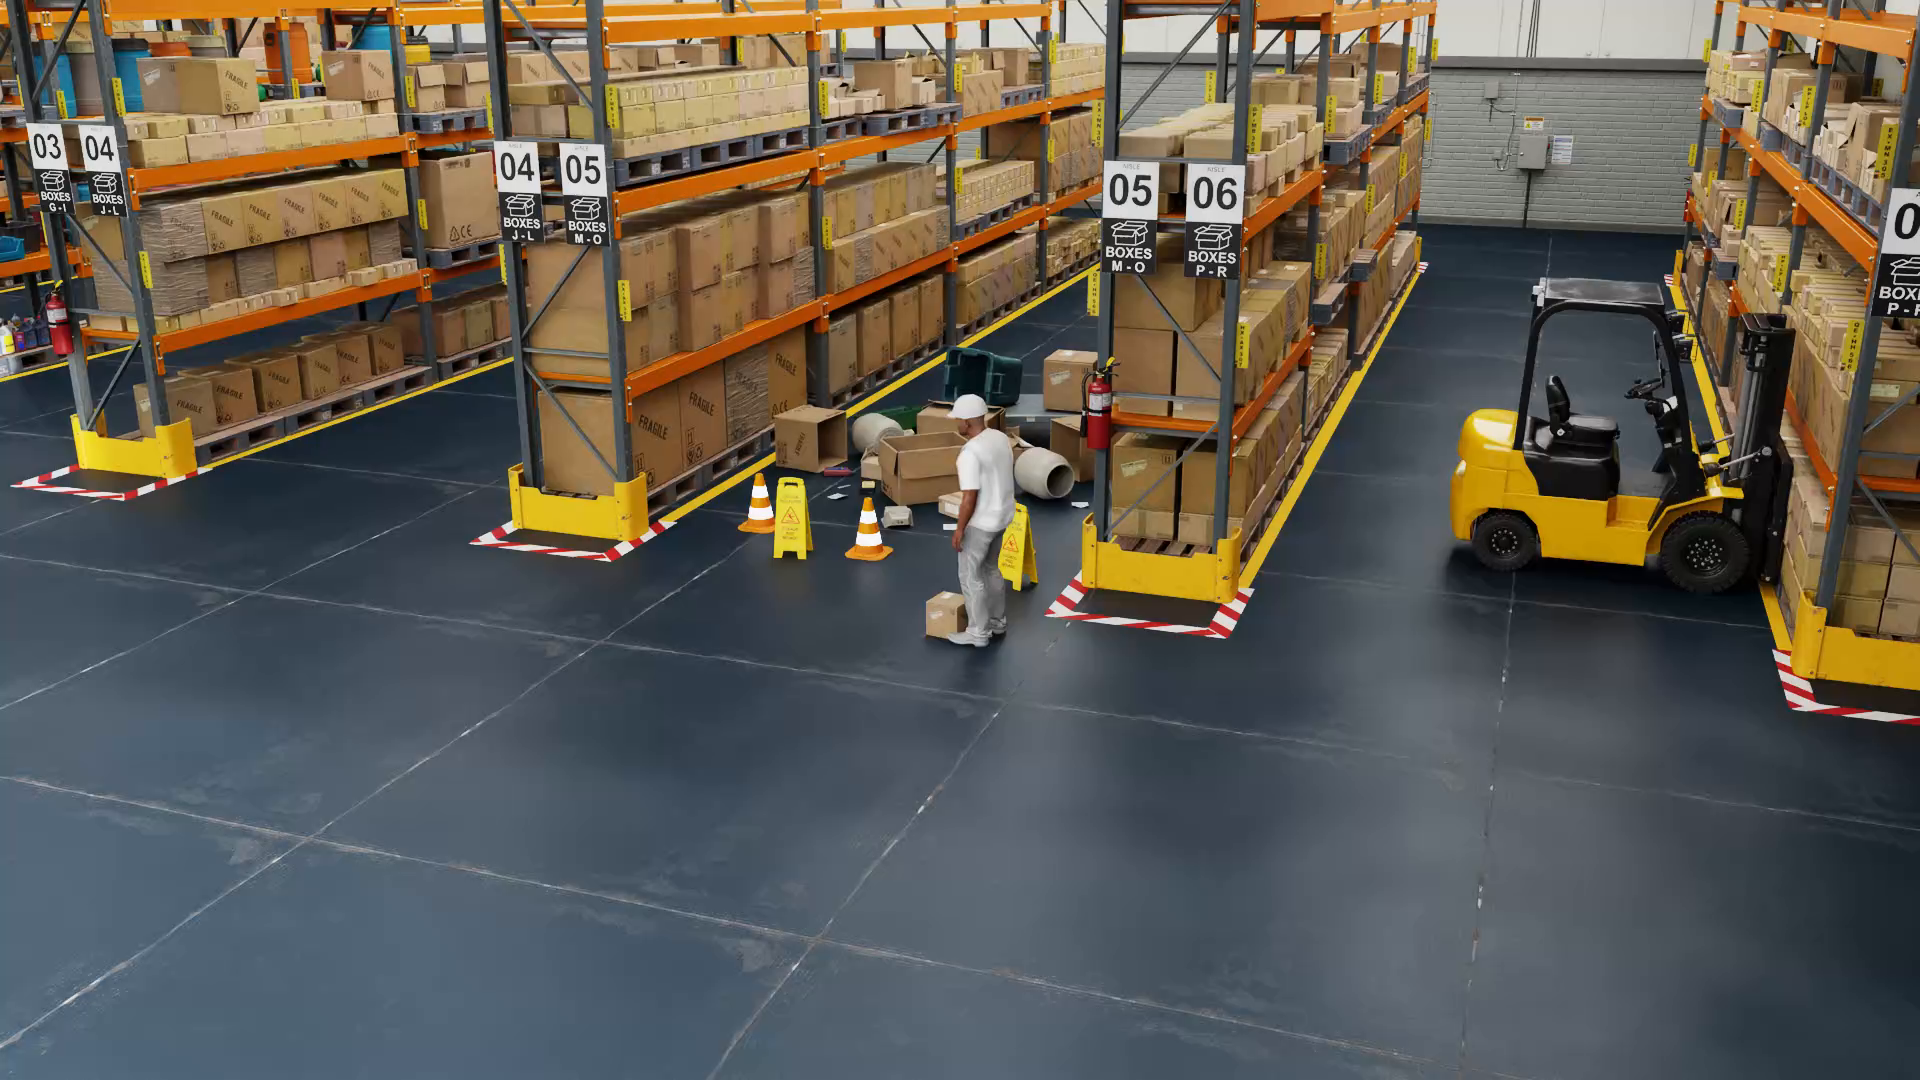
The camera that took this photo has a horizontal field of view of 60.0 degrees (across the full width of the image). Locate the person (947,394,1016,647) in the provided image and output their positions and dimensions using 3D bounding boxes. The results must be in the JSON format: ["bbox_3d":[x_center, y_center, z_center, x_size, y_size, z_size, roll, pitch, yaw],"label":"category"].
[{"bbox_3d":[0.136,-0.144,11.461,0.457,1.761,0.629,10,21,27],"label":"person"}]
